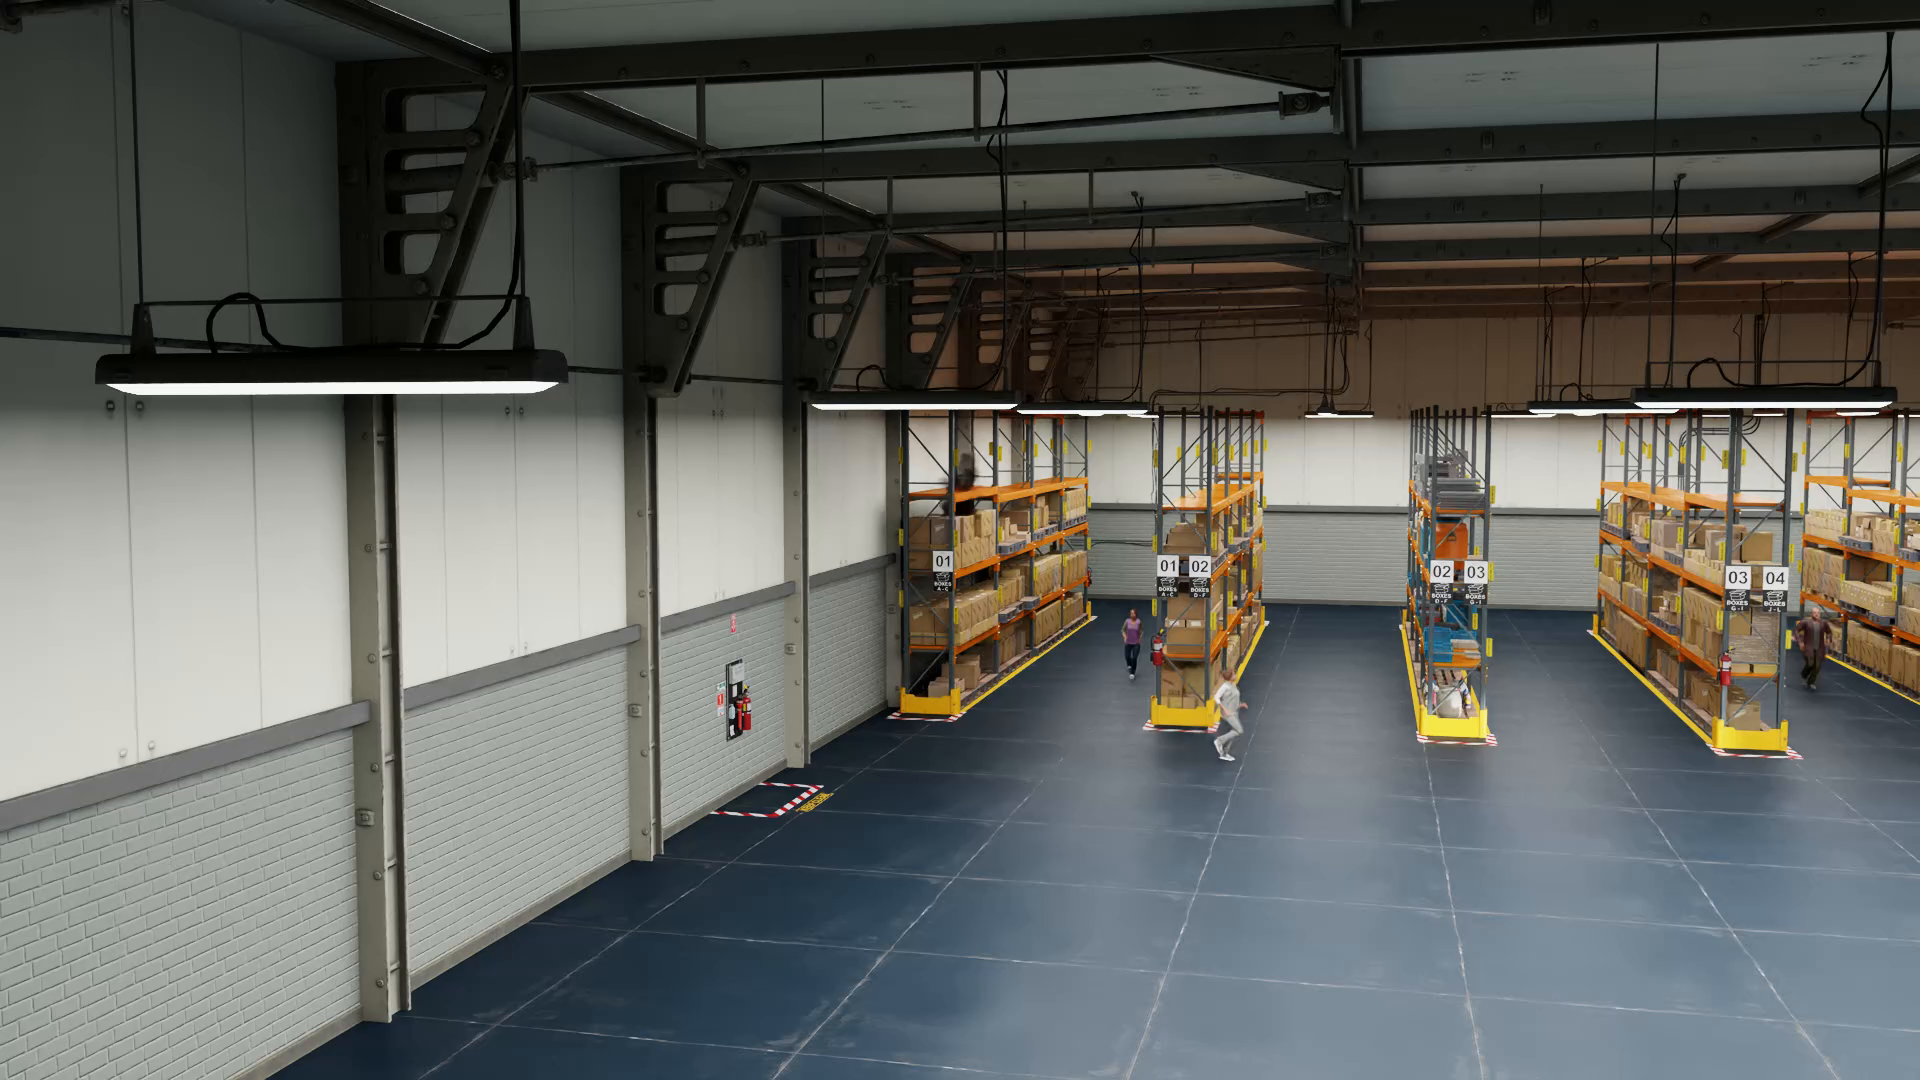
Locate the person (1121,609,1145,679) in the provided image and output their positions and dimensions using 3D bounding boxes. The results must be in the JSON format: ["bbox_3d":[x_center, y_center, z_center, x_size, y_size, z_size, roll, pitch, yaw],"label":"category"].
[{"bbox_3d":[3.831,2.302,36.869,0.523,1.554,0.531,1,4,9],"label":"person"}]

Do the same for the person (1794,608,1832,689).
[{"bbox_3d":[18.191,2.313,35.395,0.722,1.746,0.628,1,4,8],"label":"person"}]

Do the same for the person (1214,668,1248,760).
[{"bbox_3d":[4.571,2.939,27.977,0.534,1.558,0.529,2,5,28],"label":"person"}]
